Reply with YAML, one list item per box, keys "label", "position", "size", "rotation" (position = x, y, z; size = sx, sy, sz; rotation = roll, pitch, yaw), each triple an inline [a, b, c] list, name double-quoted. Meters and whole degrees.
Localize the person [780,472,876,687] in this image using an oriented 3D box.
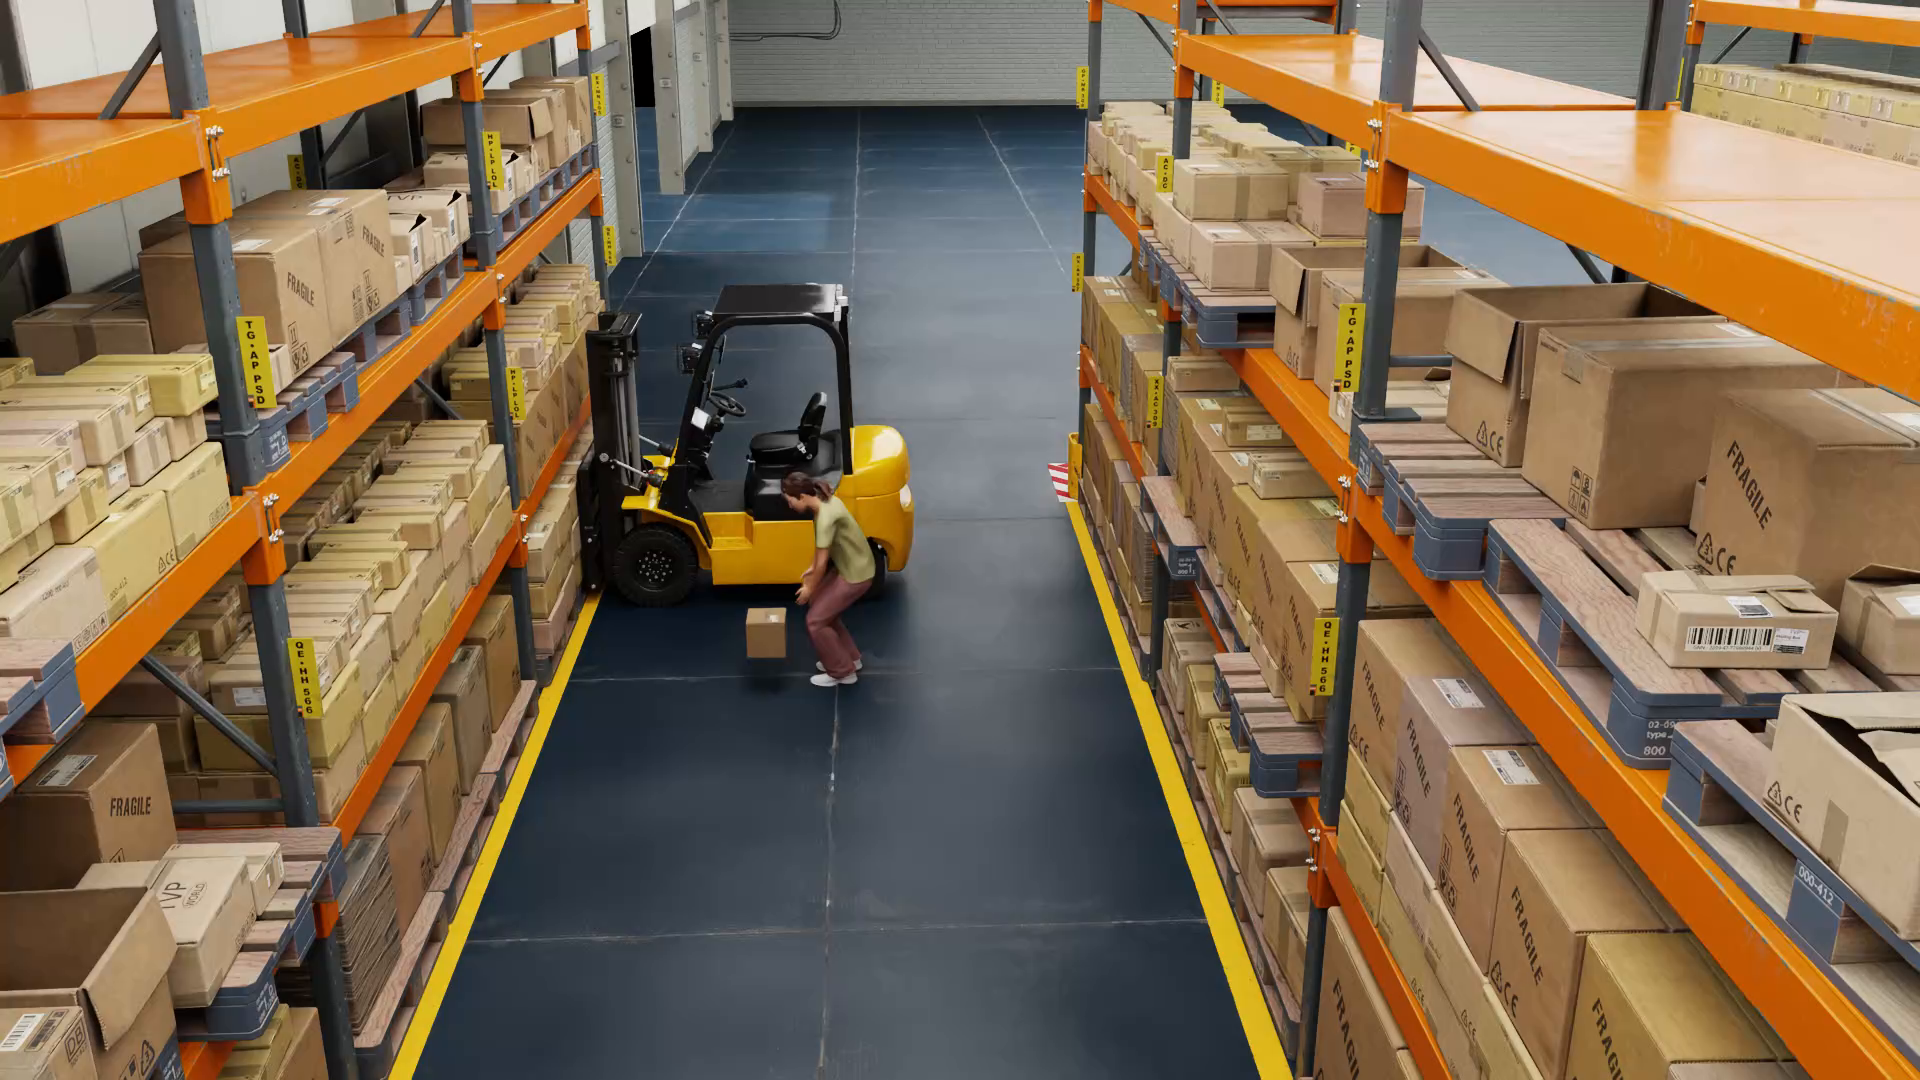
- label: "person"
  position: [-0.841, 0.243, 10.770]
  size: [0.595, 1.444, 0.507]
  rotation: [-1, 20, -3]
